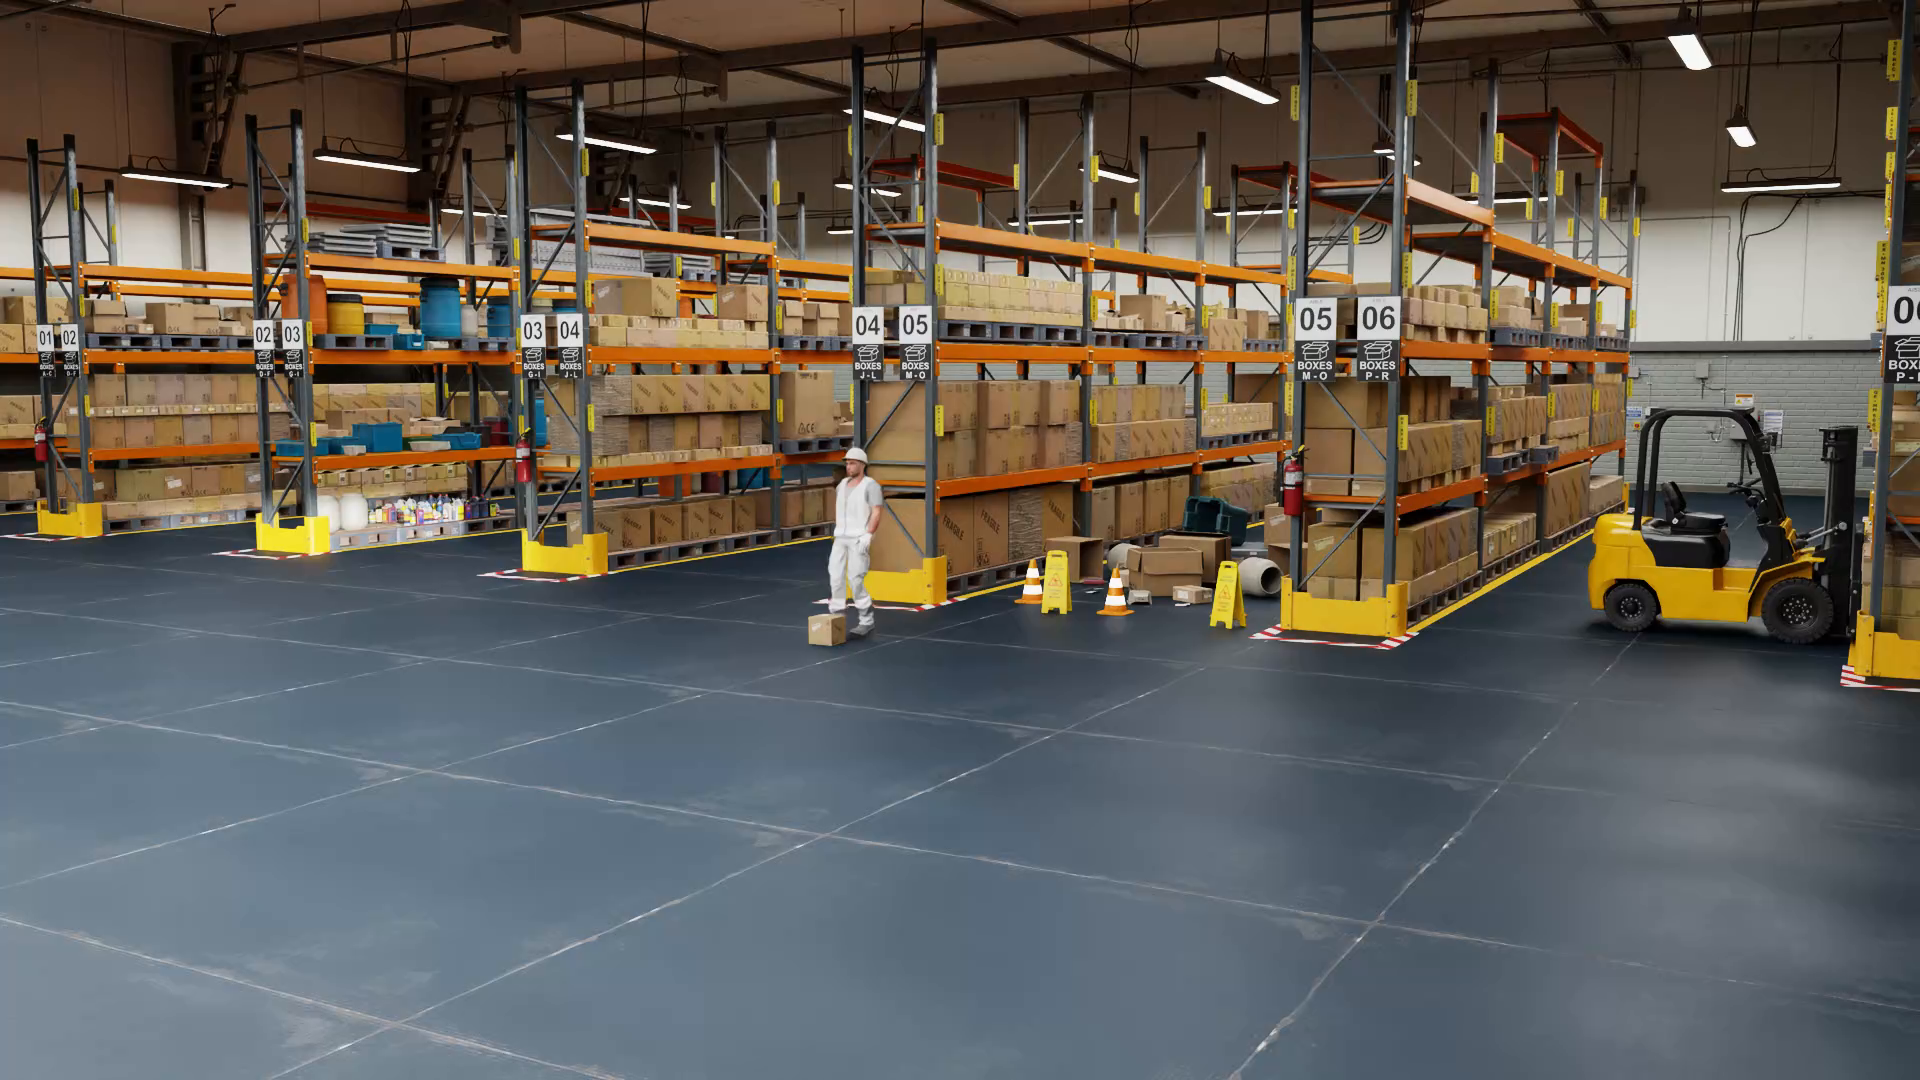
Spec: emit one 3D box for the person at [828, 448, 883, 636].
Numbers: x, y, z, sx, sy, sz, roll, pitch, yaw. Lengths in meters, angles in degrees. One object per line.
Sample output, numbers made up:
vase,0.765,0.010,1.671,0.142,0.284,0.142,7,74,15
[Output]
person,-1.060,0.060,15.633,0.577,1.839,0.648,4,7,34
